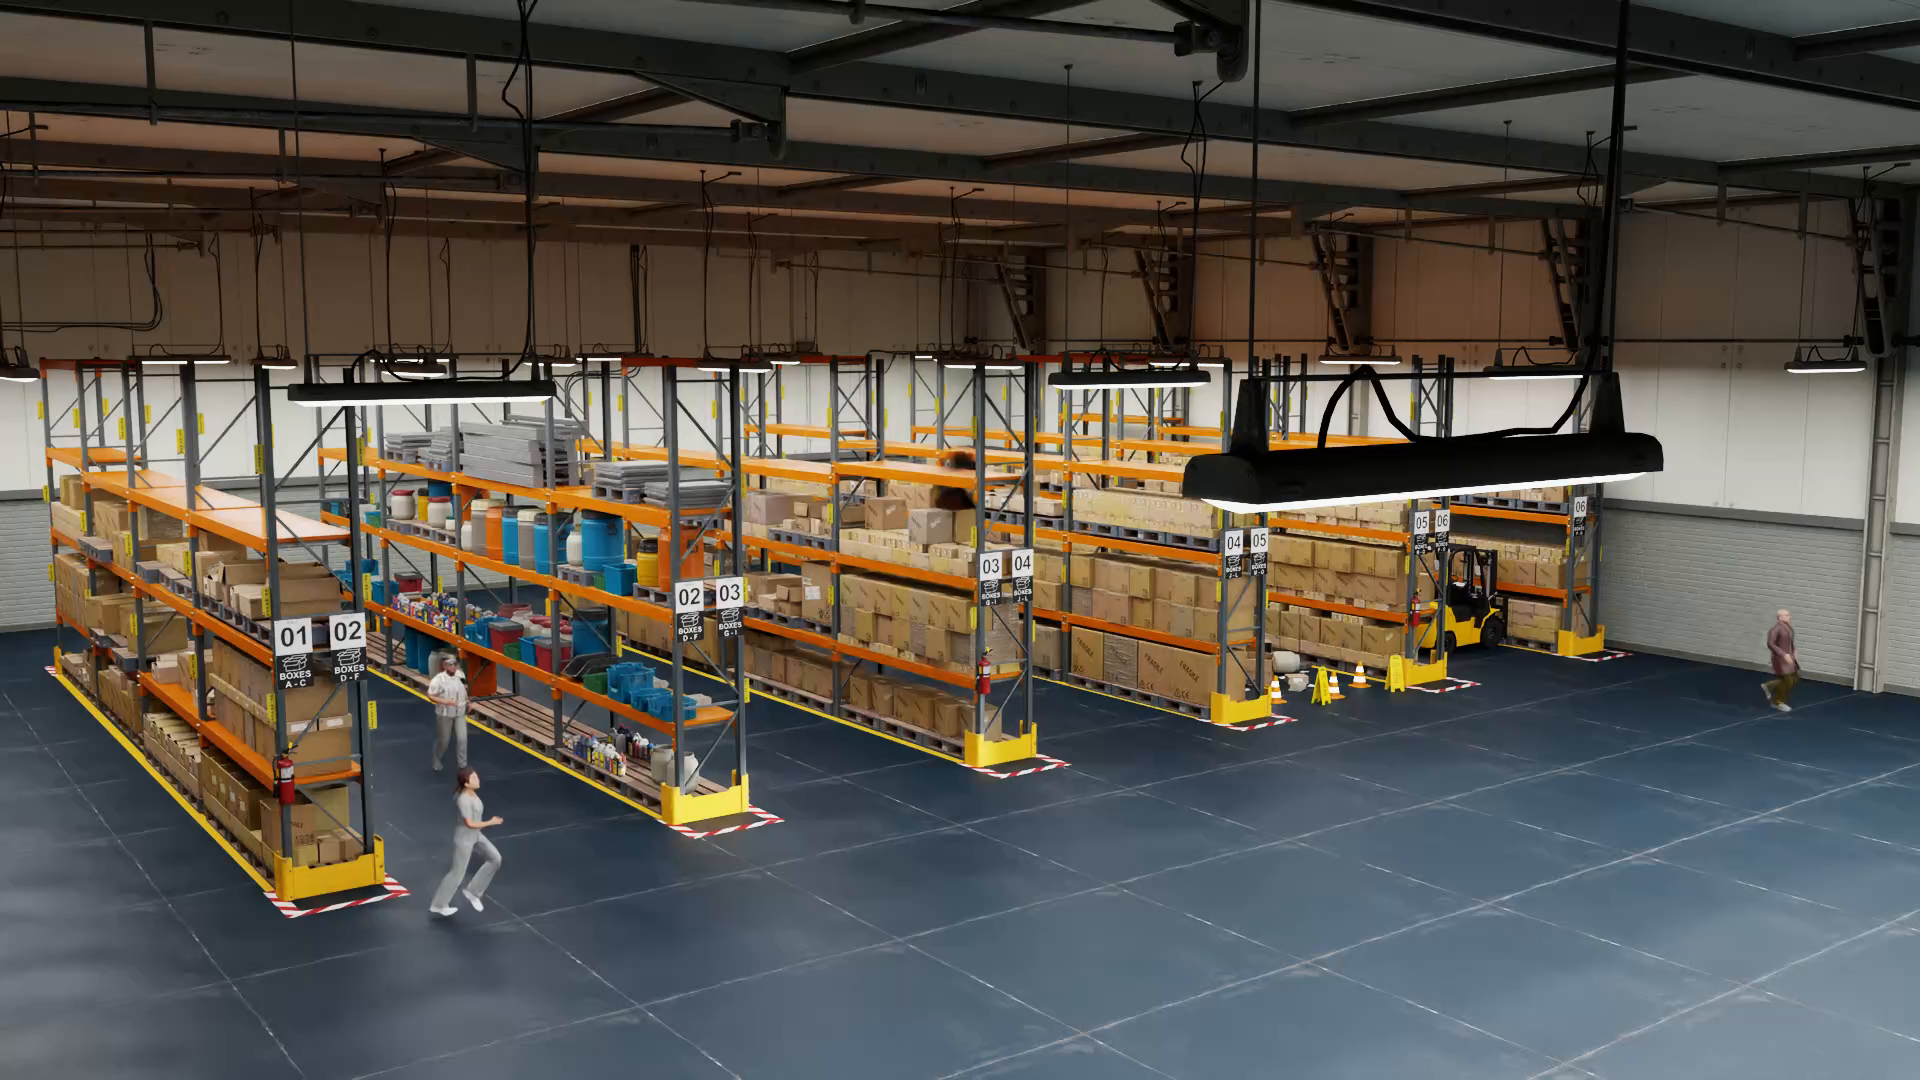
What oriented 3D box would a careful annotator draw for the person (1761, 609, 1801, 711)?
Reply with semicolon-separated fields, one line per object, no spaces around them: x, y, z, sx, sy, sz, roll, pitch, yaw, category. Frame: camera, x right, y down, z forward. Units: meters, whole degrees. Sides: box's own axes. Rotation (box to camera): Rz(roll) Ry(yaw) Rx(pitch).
14.104;2.049;28.585;0.711;1.745;0.602;-6;9;-41;person

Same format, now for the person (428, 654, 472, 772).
-7.429;2.545;24.264;0.683;1.815;0.854;-6;9;-42;person

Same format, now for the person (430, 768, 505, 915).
-5.418;3.306;18.316;0.835;1.636;0.574;0;7;-1;person
